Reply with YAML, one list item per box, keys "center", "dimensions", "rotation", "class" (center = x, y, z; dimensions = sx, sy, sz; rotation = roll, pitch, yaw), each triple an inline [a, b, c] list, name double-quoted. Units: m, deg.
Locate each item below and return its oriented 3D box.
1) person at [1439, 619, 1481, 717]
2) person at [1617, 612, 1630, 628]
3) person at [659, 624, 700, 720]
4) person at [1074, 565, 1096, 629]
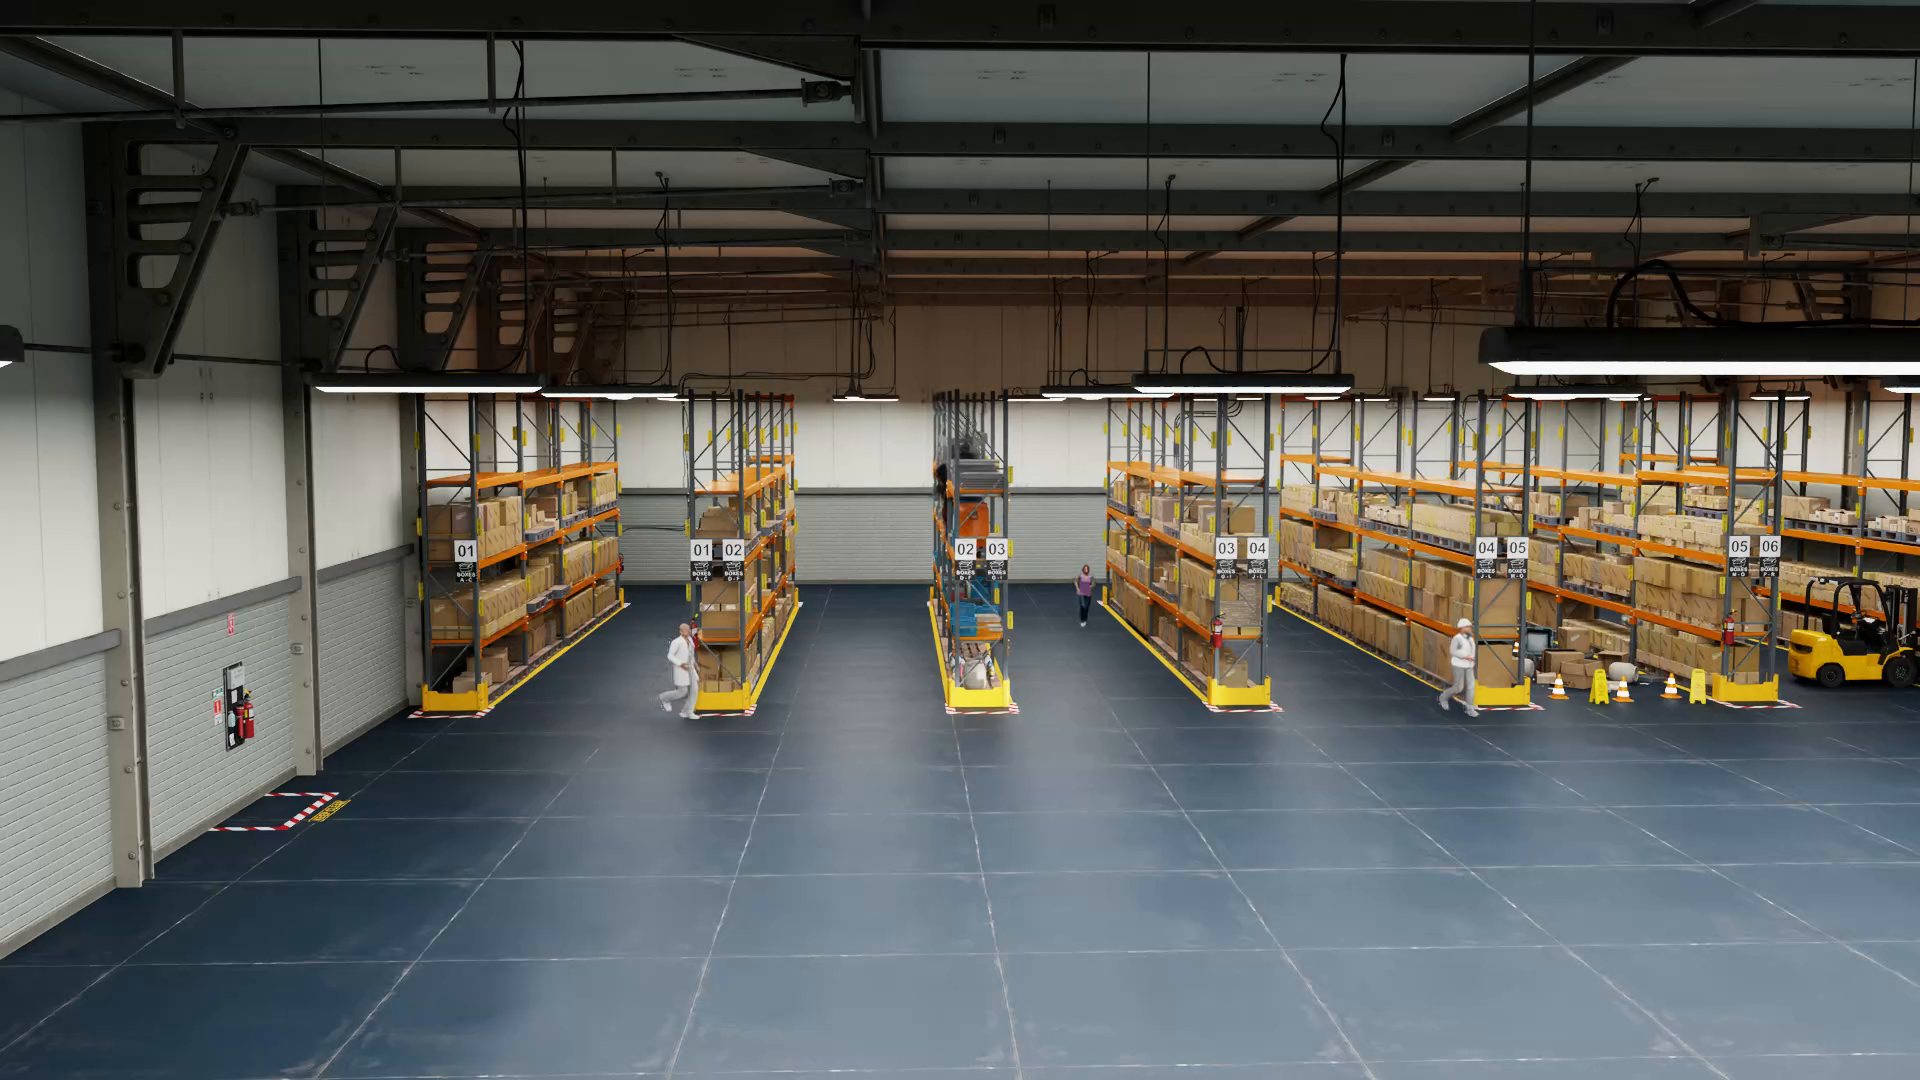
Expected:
- center: [9.266, 2.334, 30.742]
  dimensions: [0.690, 1.791, 0.849]
  rotation: [-4, 6, -39]
  class: "person"
- center: [16.344, 1.500, 40.821]
  dimensions: [0.656, 1.792, 0.981]
  rotation: [0, 5, -5]
  class: "person"
- center: [-5.092, 2.385, 30.328]
  dimensions: [0.844, 1.742, 0.698]
  rotation: [3, 6, 32]
  class: "person"
- center: [3.213, 1.452, 42.661]
  dimensions: [0.517, 1.639, 0.714]
  rotation: [0, 5, -5]
  class: "person"
